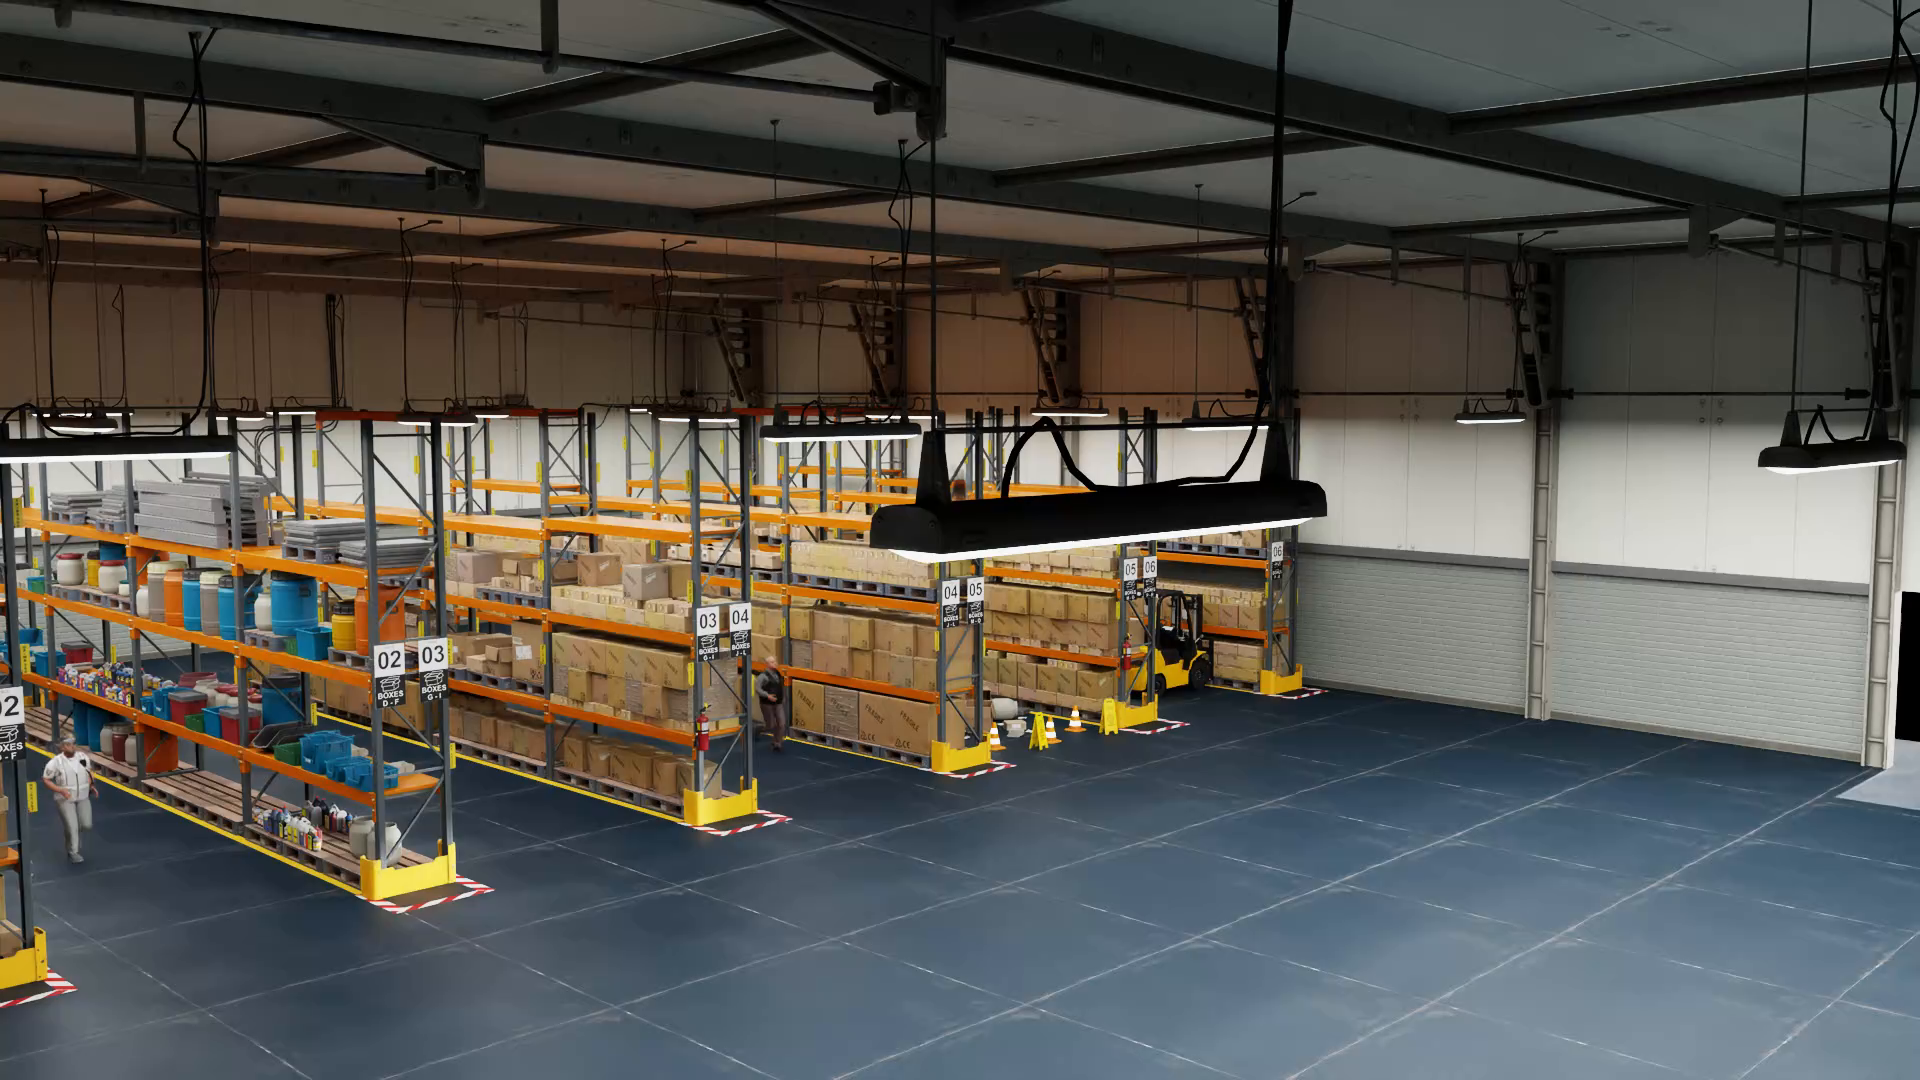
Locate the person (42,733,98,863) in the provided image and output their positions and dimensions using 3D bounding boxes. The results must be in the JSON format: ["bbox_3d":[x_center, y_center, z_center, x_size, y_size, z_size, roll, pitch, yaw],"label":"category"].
[{"bbox_3d":[-12.062,3.477,22.559,0.603,1.746,0.665,4,6,39],"label":"person"}]

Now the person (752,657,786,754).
[{"bbox_3d":[-3.366,2.905,29.377,0.799,1.718,0.671,4,7,40],"label":"person"}]
